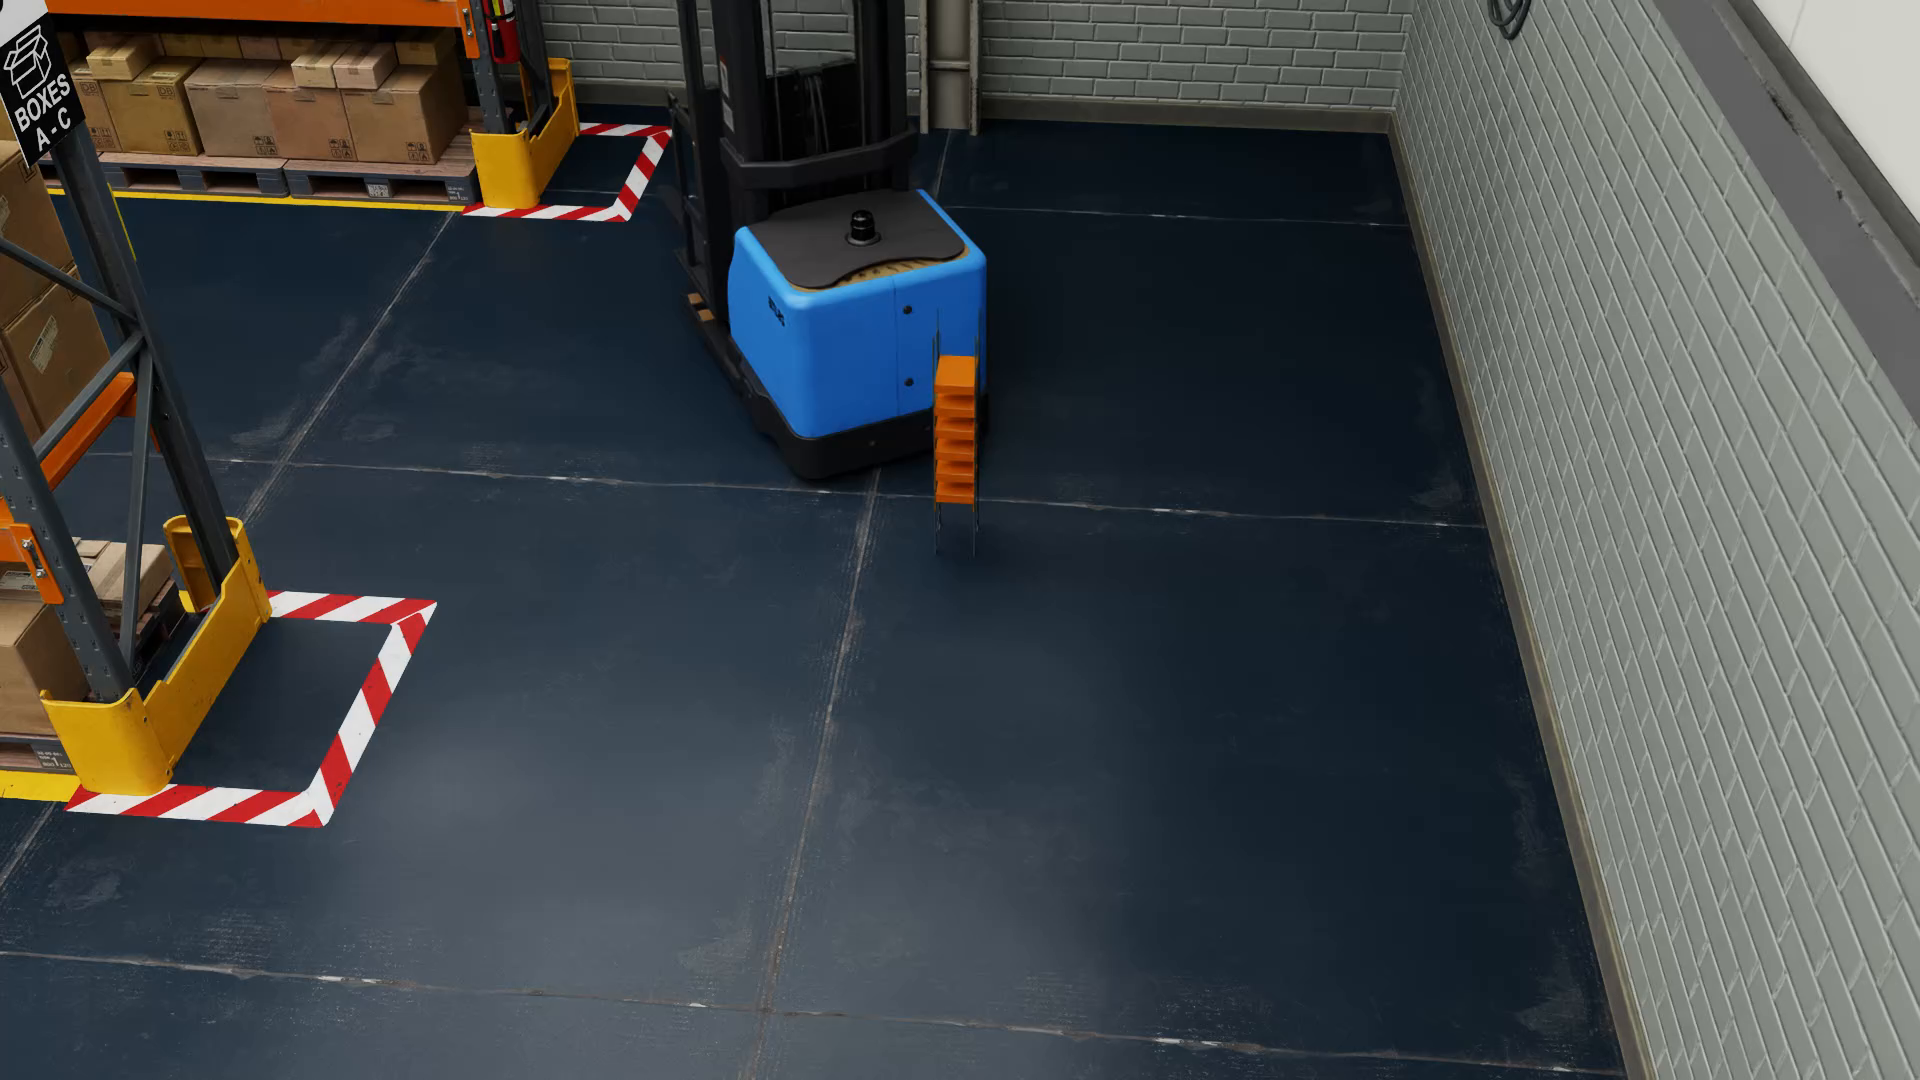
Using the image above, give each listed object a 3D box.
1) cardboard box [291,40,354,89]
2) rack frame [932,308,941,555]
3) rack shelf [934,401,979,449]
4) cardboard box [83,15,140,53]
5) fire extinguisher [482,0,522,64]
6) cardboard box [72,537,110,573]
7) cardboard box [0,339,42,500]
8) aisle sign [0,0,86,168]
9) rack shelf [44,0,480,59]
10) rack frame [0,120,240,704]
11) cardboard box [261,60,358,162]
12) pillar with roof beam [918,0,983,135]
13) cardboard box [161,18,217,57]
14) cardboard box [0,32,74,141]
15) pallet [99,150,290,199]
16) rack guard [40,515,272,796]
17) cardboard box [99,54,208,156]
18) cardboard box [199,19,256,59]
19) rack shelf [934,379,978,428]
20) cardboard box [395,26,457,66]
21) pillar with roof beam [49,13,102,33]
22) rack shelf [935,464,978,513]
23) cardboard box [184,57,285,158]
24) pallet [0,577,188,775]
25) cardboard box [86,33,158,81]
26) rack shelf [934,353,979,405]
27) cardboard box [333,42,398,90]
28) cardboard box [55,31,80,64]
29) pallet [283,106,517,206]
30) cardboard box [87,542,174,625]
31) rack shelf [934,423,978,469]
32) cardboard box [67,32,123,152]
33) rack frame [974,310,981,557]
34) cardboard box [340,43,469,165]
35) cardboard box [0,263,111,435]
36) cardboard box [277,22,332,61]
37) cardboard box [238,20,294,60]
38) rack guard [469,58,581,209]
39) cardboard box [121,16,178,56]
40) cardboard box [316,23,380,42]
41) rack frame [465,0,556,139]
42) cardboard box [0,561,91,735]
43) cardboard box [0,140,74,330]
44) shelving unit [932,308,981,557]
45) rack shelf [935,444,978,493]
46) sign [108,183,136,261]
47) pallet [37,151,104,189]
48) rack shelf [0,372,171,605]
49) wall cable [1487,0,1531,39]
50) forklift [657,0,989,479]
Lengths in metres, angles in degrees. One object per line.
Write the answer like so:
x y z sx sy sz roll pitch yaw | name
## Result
-3.930 -2.949 10.300 0.250 0.149 0.380 4 39 5 | cardboard box
-0.106 -0.471 7.549 0.006 1.200 0.240 3 39 4 | rack frame
-0.014 -0.525 7.495 0.180 0.103 0.258 3 39 4 | rack shelf
-5.414 -3.272 10.697 0.250 0.149 0.380 2 39 2 | cardboard box
-2.716 -3.149 9.770 0.183 0.674 0.296 3 39 4 | fire extinguisher
-3.886 0.169 7.233 0.250 0.166 0.380 3 39 4 | cardboard box
-3.719 -0.399 5.955 0.500 0.500 0.500 4 39 5 | cardboard box
-3.156 -1.696 5.569 0.004 0.787 0.394 3 39 4 | aisle sign
-4.819 -3.452 10.356 4.000 0.370 1.077 3 39 4 | rack shelf
-3.250 -0.507 6.167 0.127 3.000 1.000 3 39 4 | rack frame
-4.030 -2.818 10.654 0.500 0.500 0.700 3 39 4 | cardboard box
-0.433 -3.639 5.262 0.400 9.000 9.100 3 39 4 | pillar with roof beam
-4.906 -3.244 10.663 0.250 0.149 0.380 2 39 3 | cardboard box
-6.075 -2.929 10.790 0.500 0.500 0.700 4 39 4 | cardboard box
-4.841 -2.603 10.952 1.213 0.211 1.003 3 39 4 | pallet
-3.325 0.458 6.961 0.348 0.500 1.175 3 39 4 | rack guard
-5.063 -2.870 10.717 0.500 0.500 0.700 4 39 5 | cardboard box
-4.653 -3.230 10.646 0.250 0.149 0.380 4 39 4 | cardboard box
-0.014 -0.618 7.419 0.180 0.103 0.258 3 39 4 | rack shelf
-3.390 -3.162 10.562 0.250 0.149 0.380 3 39 4 | cardboard box
-6.410 -3.965 5.664 0.400 9.000 9.100 3 39 4 | pillar with roof beam
-0.014 -0.246 7.722 0.180 0.103 0.258 3 39 4 | rack shelf
-4.532 -2.845 10.687 0.500 0.500 0.700 2 39 2 | cardboard box
-4.120 0.528 7.105 1.213 0.211 1.003 3 39 4 | pallet
-5.229 -3.018 10.386 0.250 0.149 0.380 2 39 3 | cardboard box
-0.014 -0.711 7.343 0.180 0.103 0.258 3 39 4 | rack shelf
-3.676 -2.935 10.284 0.250 0.149 0.380 3 39 3 | cardboard box
-5.749 -3.047 10.421 0.250 0.149 0.380 4 39 5 | cardboard box
-3.629 -2.535 10.868 1.213 0.211 1.003 3 39 4 | pallet
-3.637 0.189 7.222 0.250 0.149 0.380 3 39 4 | cardboard box
-0.014 -0.432 7.571 0.180 0.103 0.258 3 39 4 | rack shelf
-5.575 -2.899 10.754 0.500 0.500 0.700 3 39 3 | cardboard box
0.077 -0.461 7.537 0.006 1.200 0.240 3 39 4 | rack frame
-3.532 -2.791 10.621 0.500 0.500 0.700 3 39 4 | cardboard box
-3.669 -0.736 6.369 0.500 0.500 0.500 4 39 5 | cardboard box
-4.144 -3.203 10.613 0.250 0.149 0.380 3 39 4 | cardboard box
-4.398 -3.216 10.629 0.250 0.149 0.380 4 39 4 | cardboard box
-2.802 -2.652 10.782 0.348 0.500 1.175 3 39 4 | rack guard
-5.163 -3.257 10.680 0.250 0.149 0.380 4 39 4 | cardboard box
-3.895 -3.189 10.596 0.250 0.149 0.380 3 39 4 | cardboard box
-2.826 -3.622 9.995 0.127 3.000 1.000 3 39 4 | rack frame
-3.813 0.417 6.663 0.500 0.500 0.500 3 39 4 | cardboard box
-3.669 -1.123 6.053 0.500 0.500 0.500 4 39 5 | cardboard box
-0.014 -0.466 7.543 0.189 1.200 0.258 3 39 4 | shelving unit
-0.014 -0.339 7.646 0.180 0.103 0.258 3 39 4 | rack shelf
-3.203 -1.184 6.313 0.005 0.325 0.100 3 39 4 | sign
-6.060 -2.668 11.031 1.213 0.211 1.003 3 39 4 | pallet
-5.242 -0.337 6.528 4.000 0.370 1.077 3 39 4 | rack shelf
2.778 -4.212 8.427 0.112 2.526 3.097 3 39 4 | wall cable
-0.928 -2.365 8.504 1.130 2.935 3.031 -16 42 -19 | forklift
